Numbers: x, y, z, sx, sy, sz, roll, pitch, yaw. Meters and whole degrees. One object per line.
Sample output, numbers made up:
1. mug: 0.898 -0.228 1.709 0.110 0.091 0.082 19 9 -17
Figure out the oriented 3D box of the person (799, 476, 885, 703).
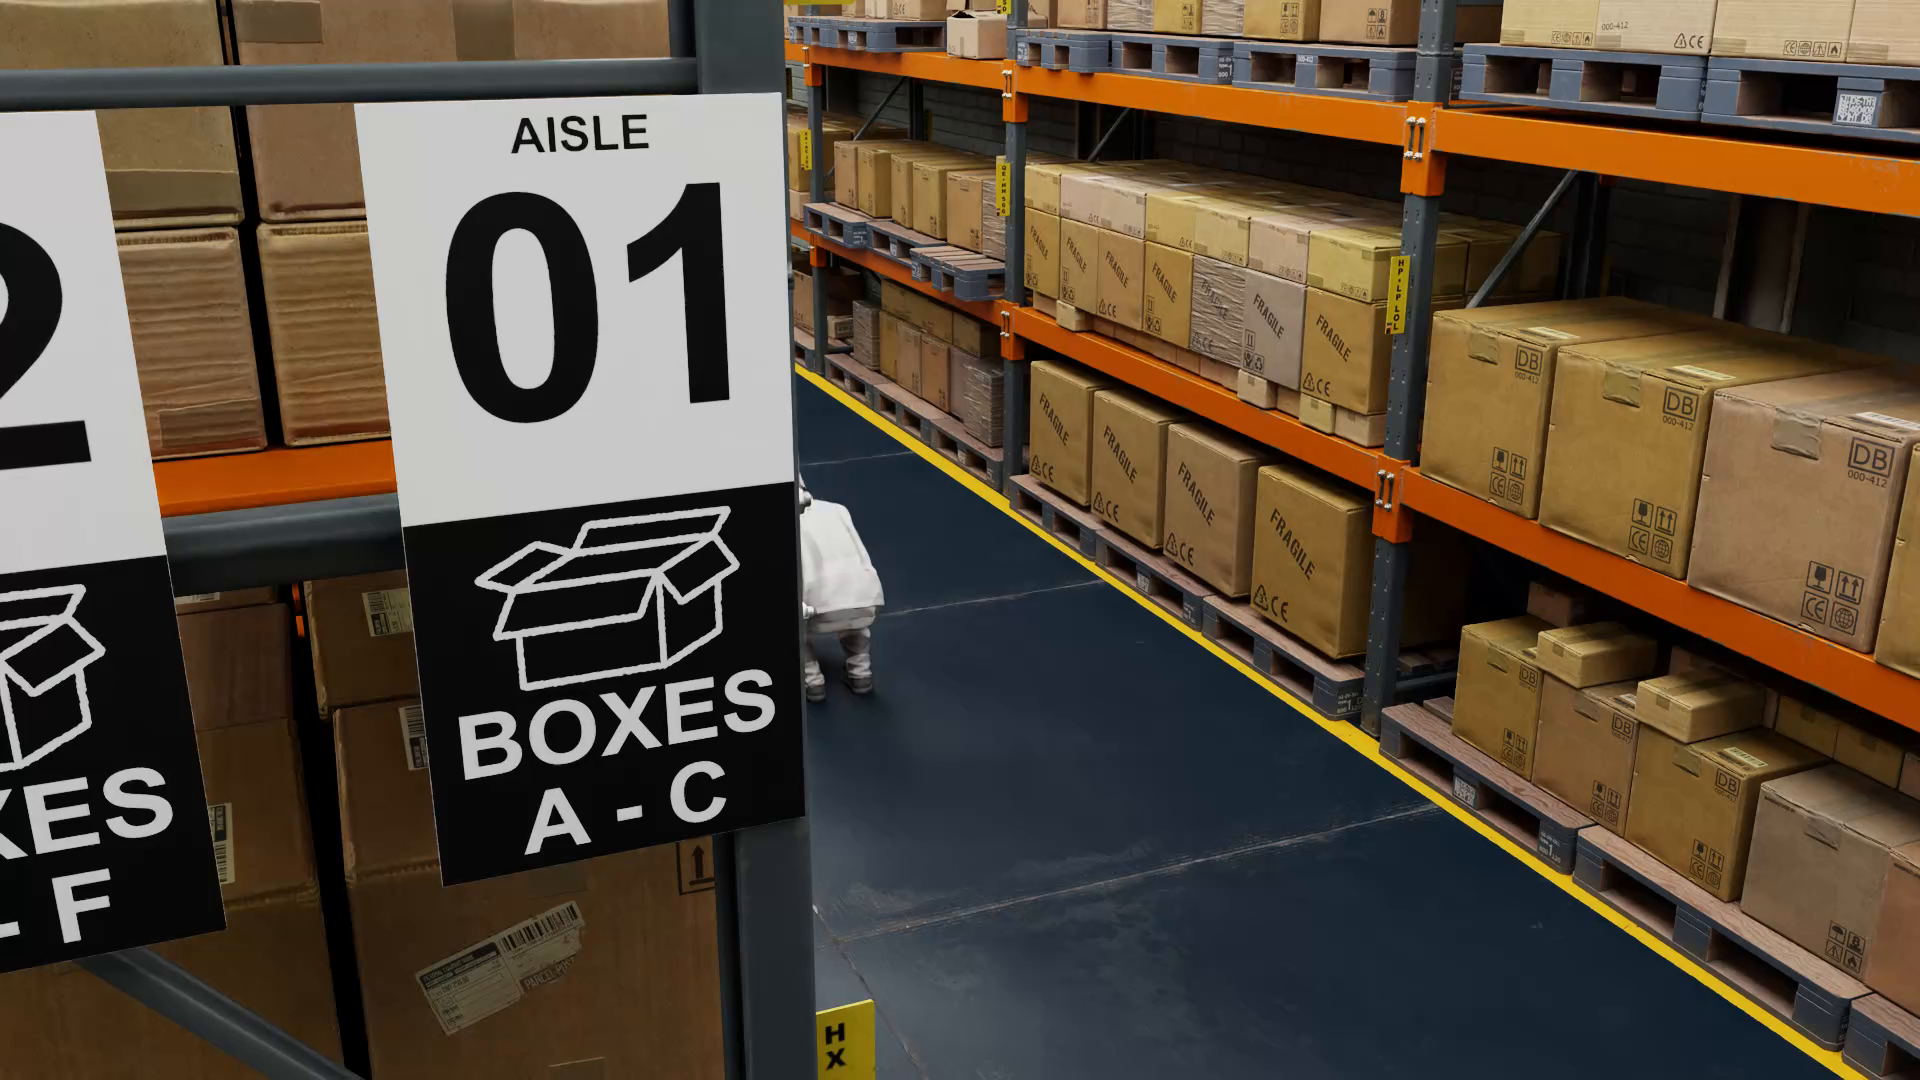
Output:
1. person: -0.708 0.219 8.095 0.574 1.015 0.882 -8 20 -22
